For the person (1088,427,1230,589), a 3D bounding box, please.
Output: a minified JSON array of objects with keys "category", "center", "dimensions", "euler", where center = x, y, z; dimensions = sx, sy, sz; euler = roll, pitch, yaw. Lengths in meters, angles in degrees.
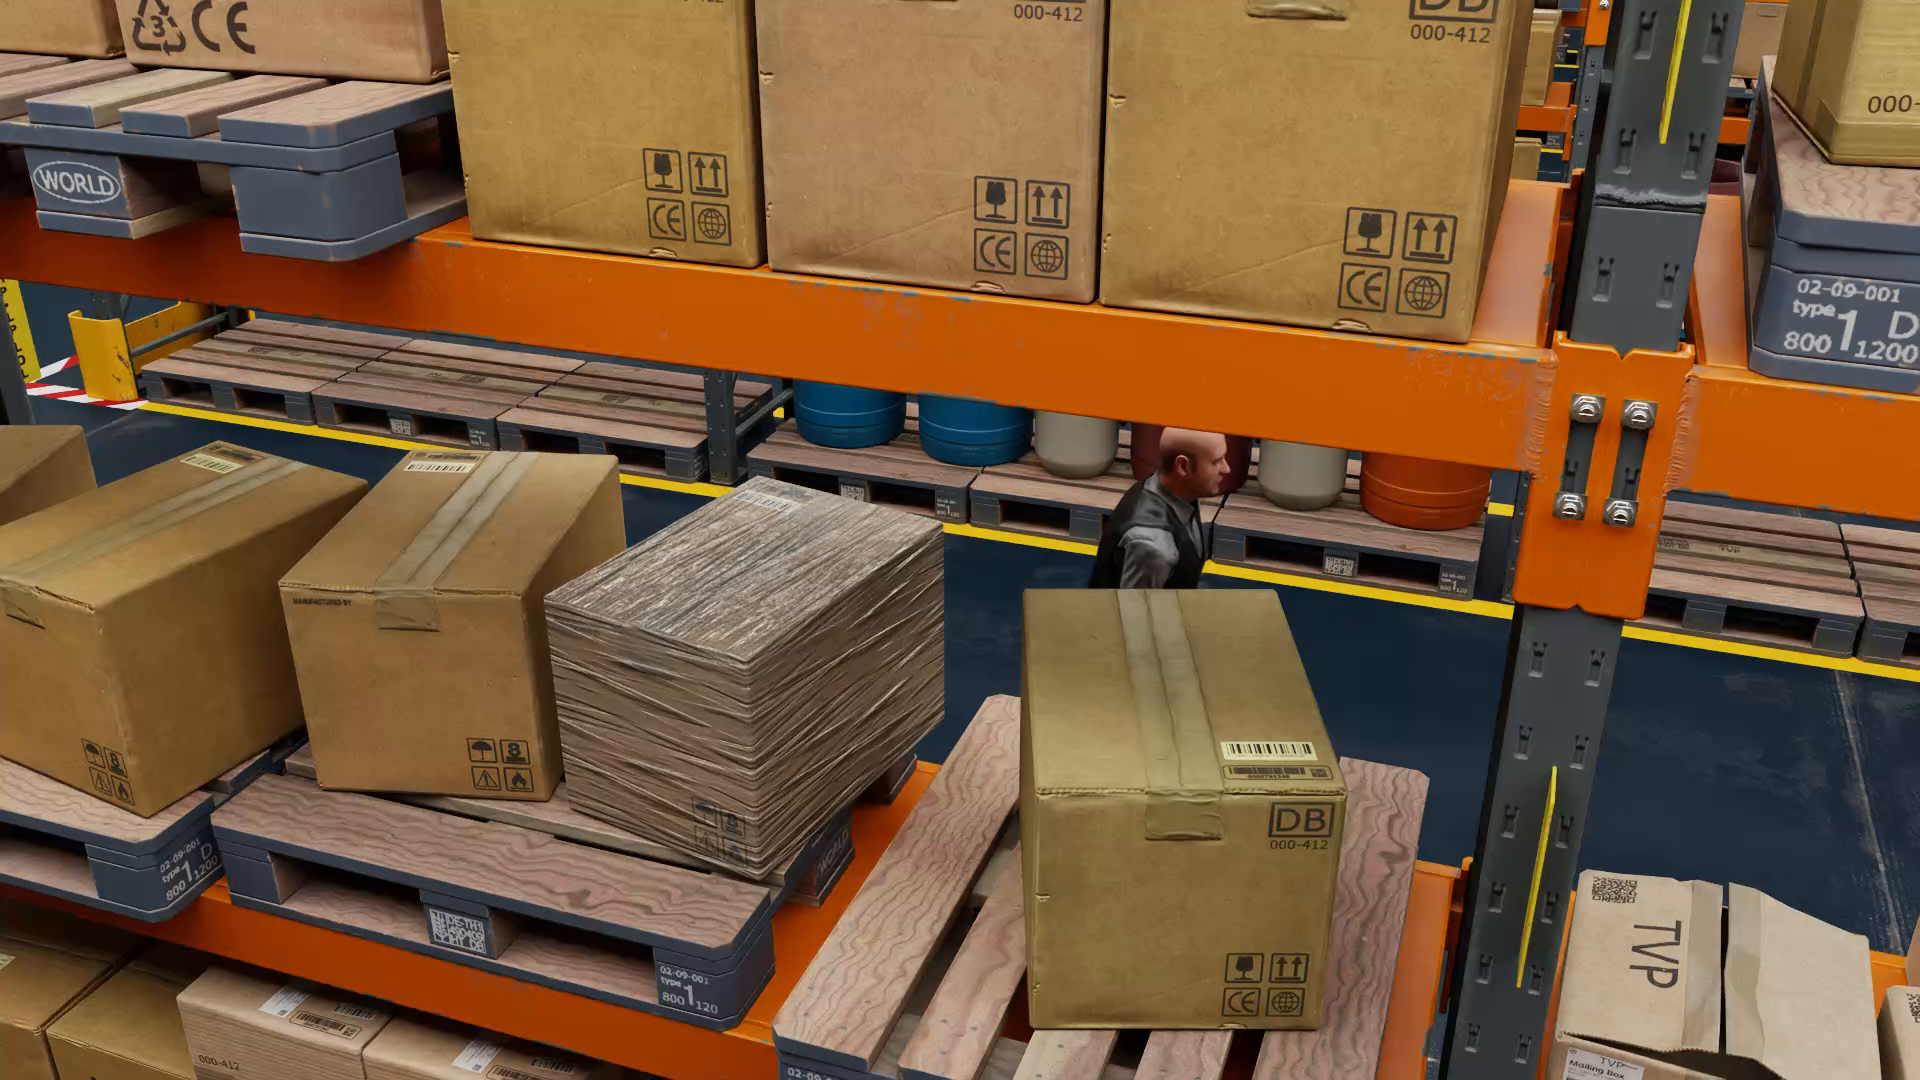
[{"category":"person","center":[0.626,0.412,5.277],"dimensions":[0.461,1.721,0.581],"euler":[8,27,17]}]
